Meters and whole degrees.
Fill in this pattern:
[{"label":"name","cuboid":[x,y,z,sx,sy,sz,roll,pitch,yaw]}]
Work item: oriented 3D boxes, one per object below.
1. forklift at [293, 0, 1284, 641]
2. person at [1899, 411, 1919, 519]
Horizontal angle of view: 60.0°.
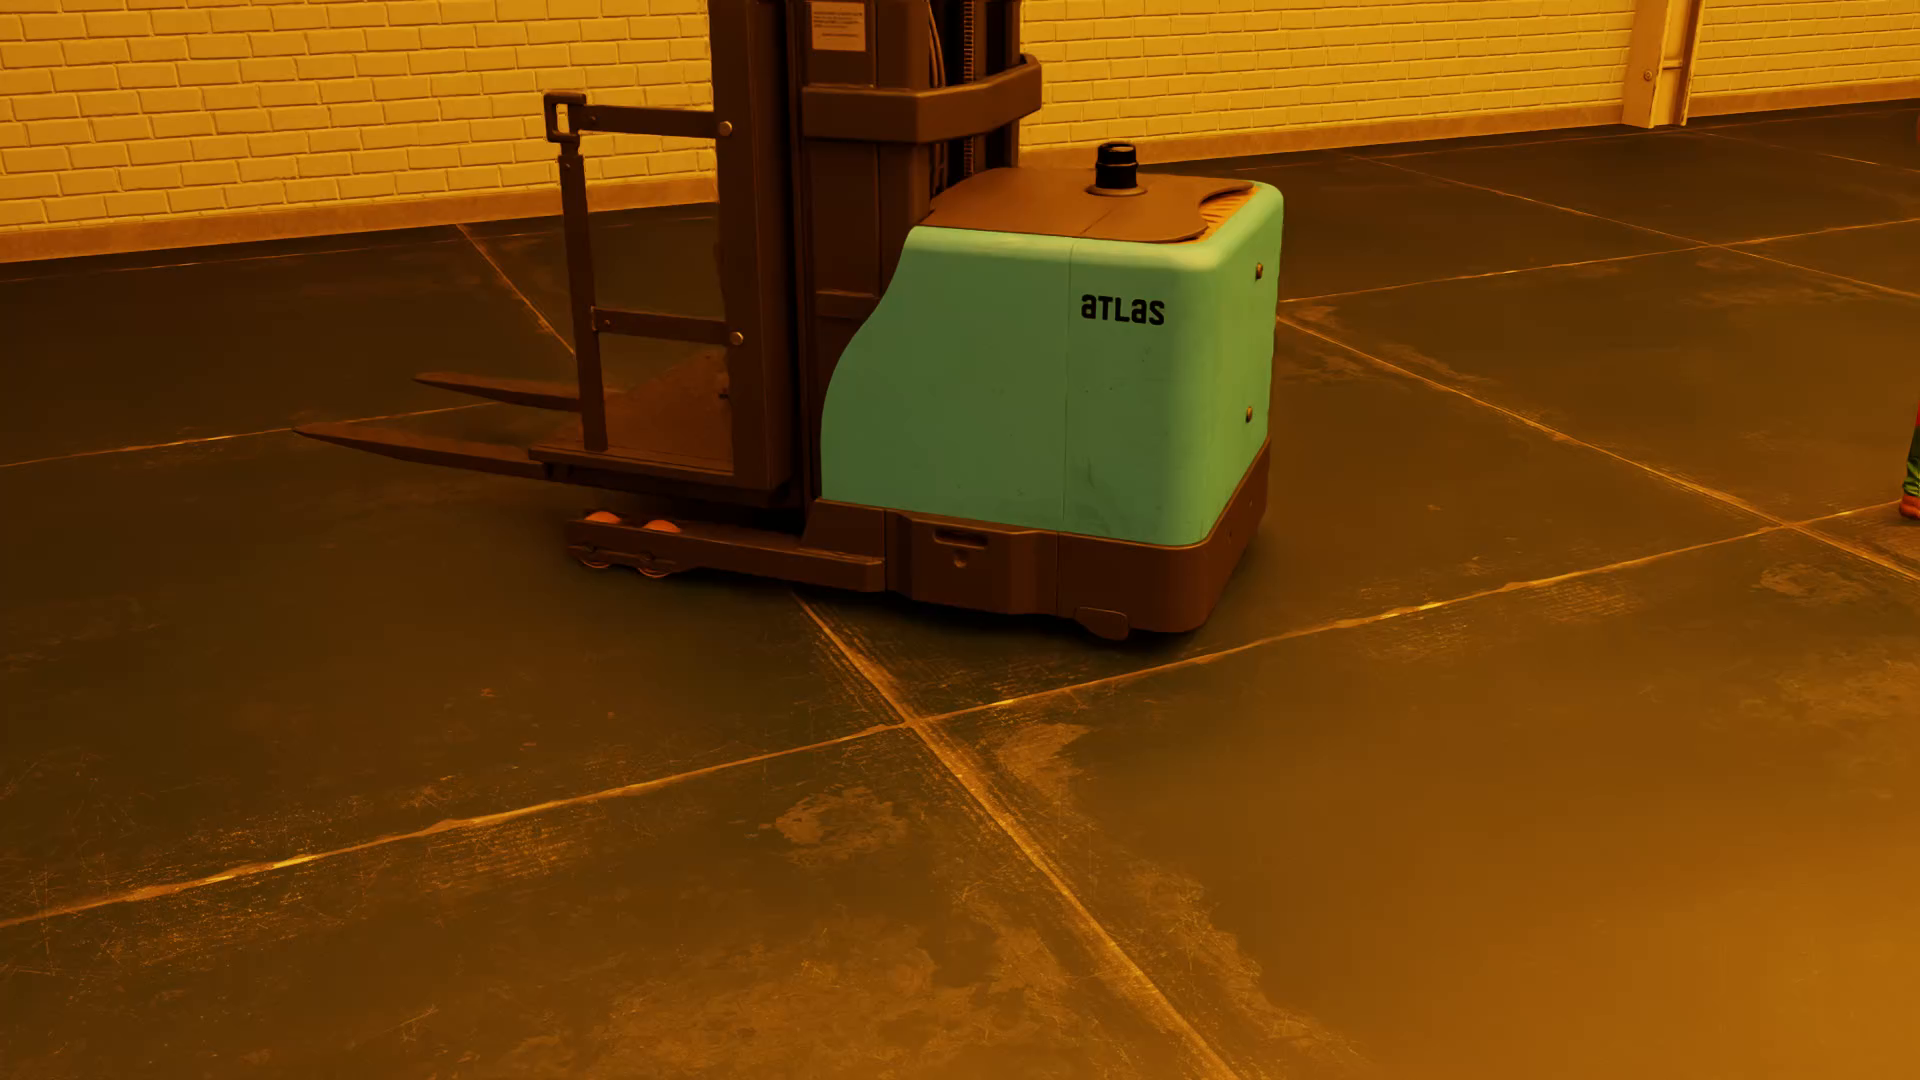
[{"label":"forklift","cuboid":[-0.627,-1.423,4.711,3.031,2.935,1.130,8,24,19]},{"label":"person","cuboid":[3.354,-0.894,5.006,0.698,1.781,1.031,-11,25,-24]}]
